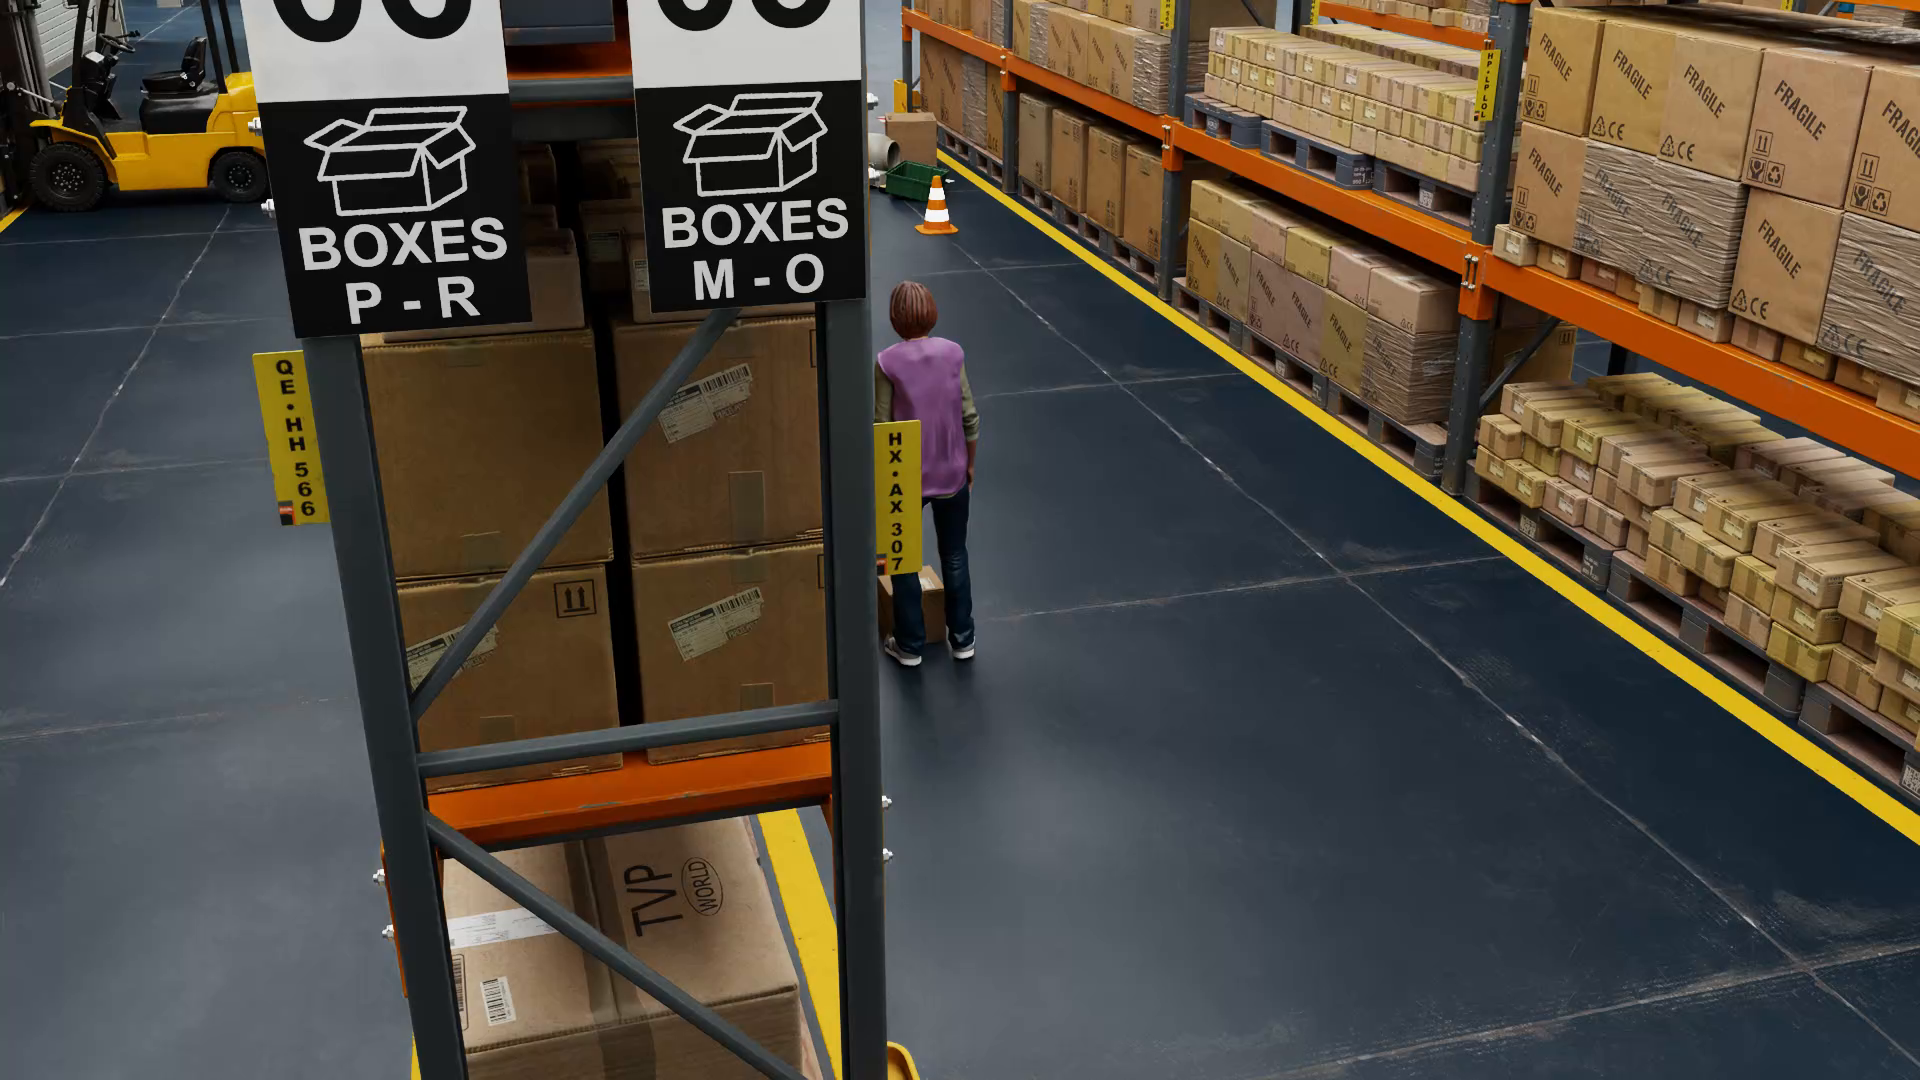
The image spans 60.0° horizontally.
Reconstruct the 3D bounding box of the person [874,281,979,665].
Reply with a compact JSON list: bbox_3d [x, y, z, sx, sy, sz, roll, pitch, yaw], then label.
[{"bbox_3d":[-0.143,-0.242,6.675,0.483,1.592,0.349,-8,24,-18],"label":"person"}]
